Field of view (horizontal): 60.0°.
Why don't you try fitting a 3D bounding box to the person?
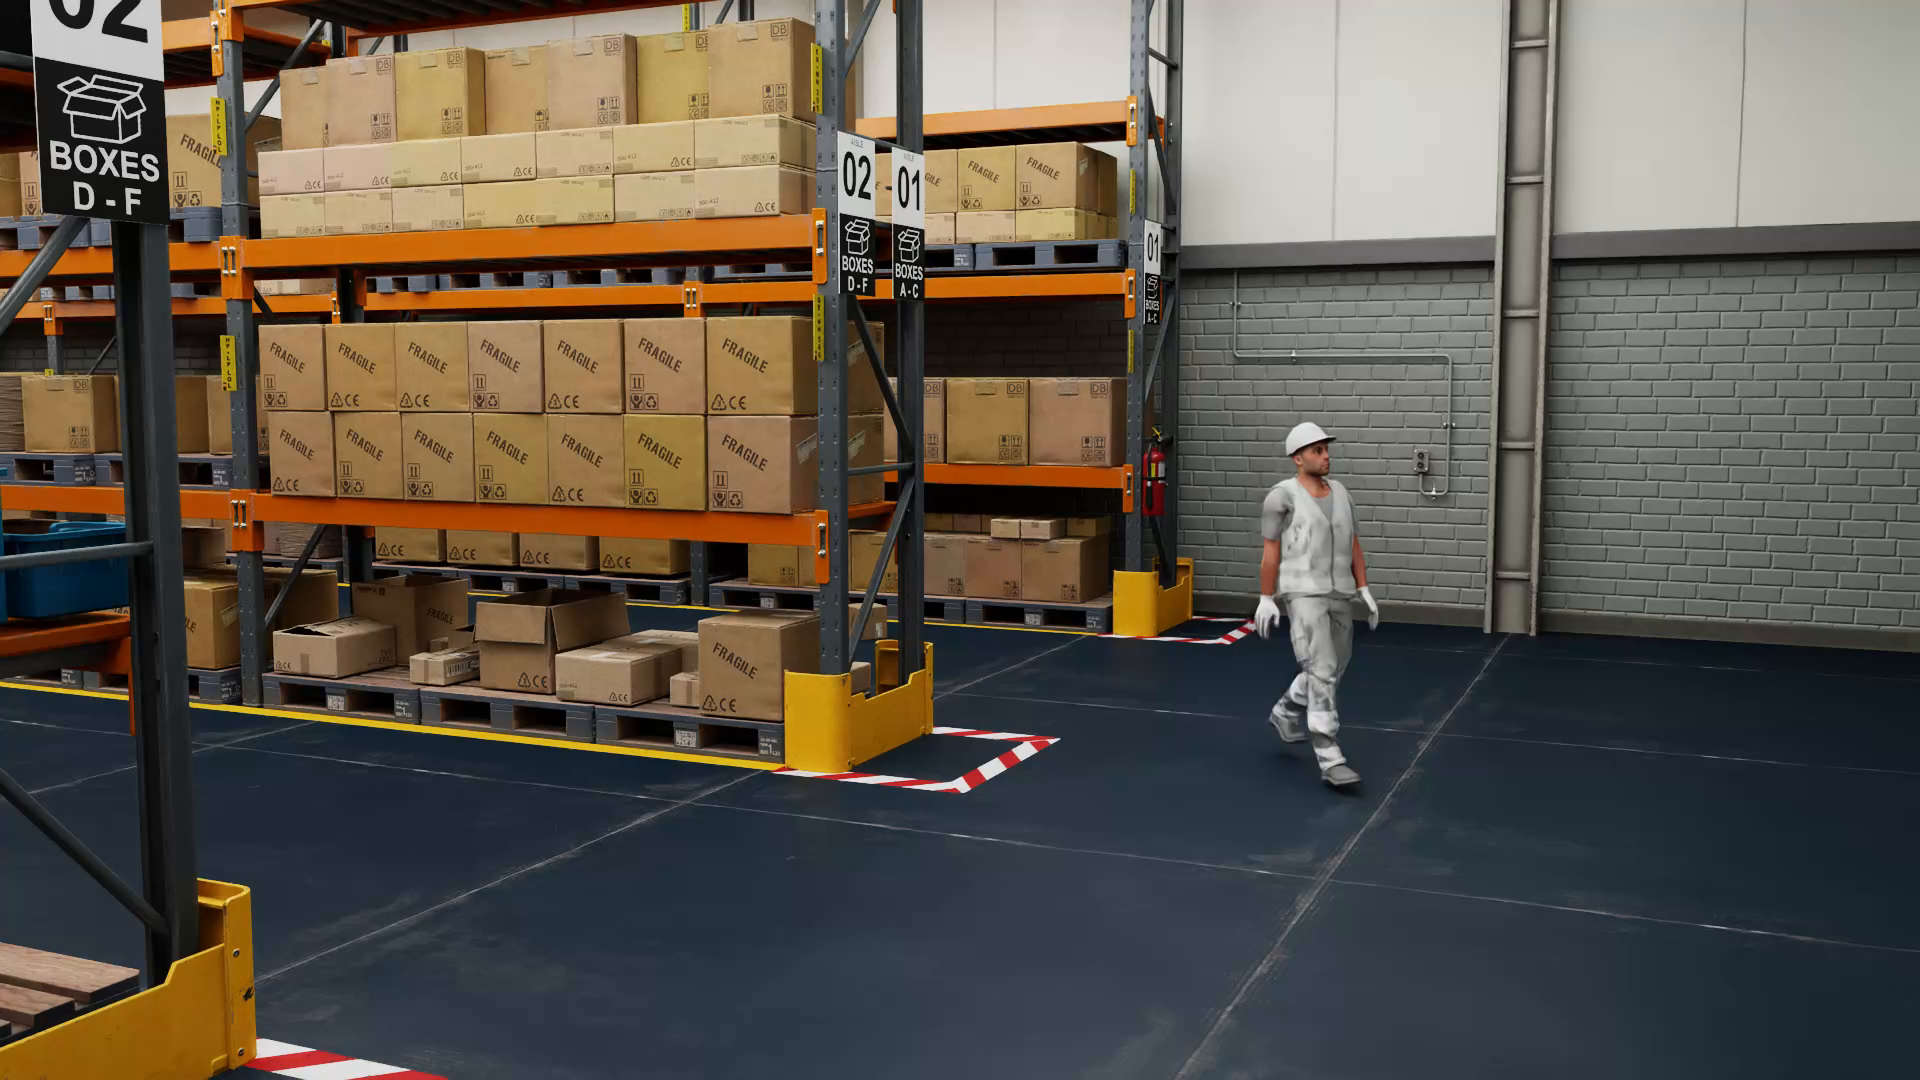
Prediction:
[{"bbox_3d":[1.790,0.293,8.317,0.589,1.755,0.967,-2,6,-24],"label":"person"}]
